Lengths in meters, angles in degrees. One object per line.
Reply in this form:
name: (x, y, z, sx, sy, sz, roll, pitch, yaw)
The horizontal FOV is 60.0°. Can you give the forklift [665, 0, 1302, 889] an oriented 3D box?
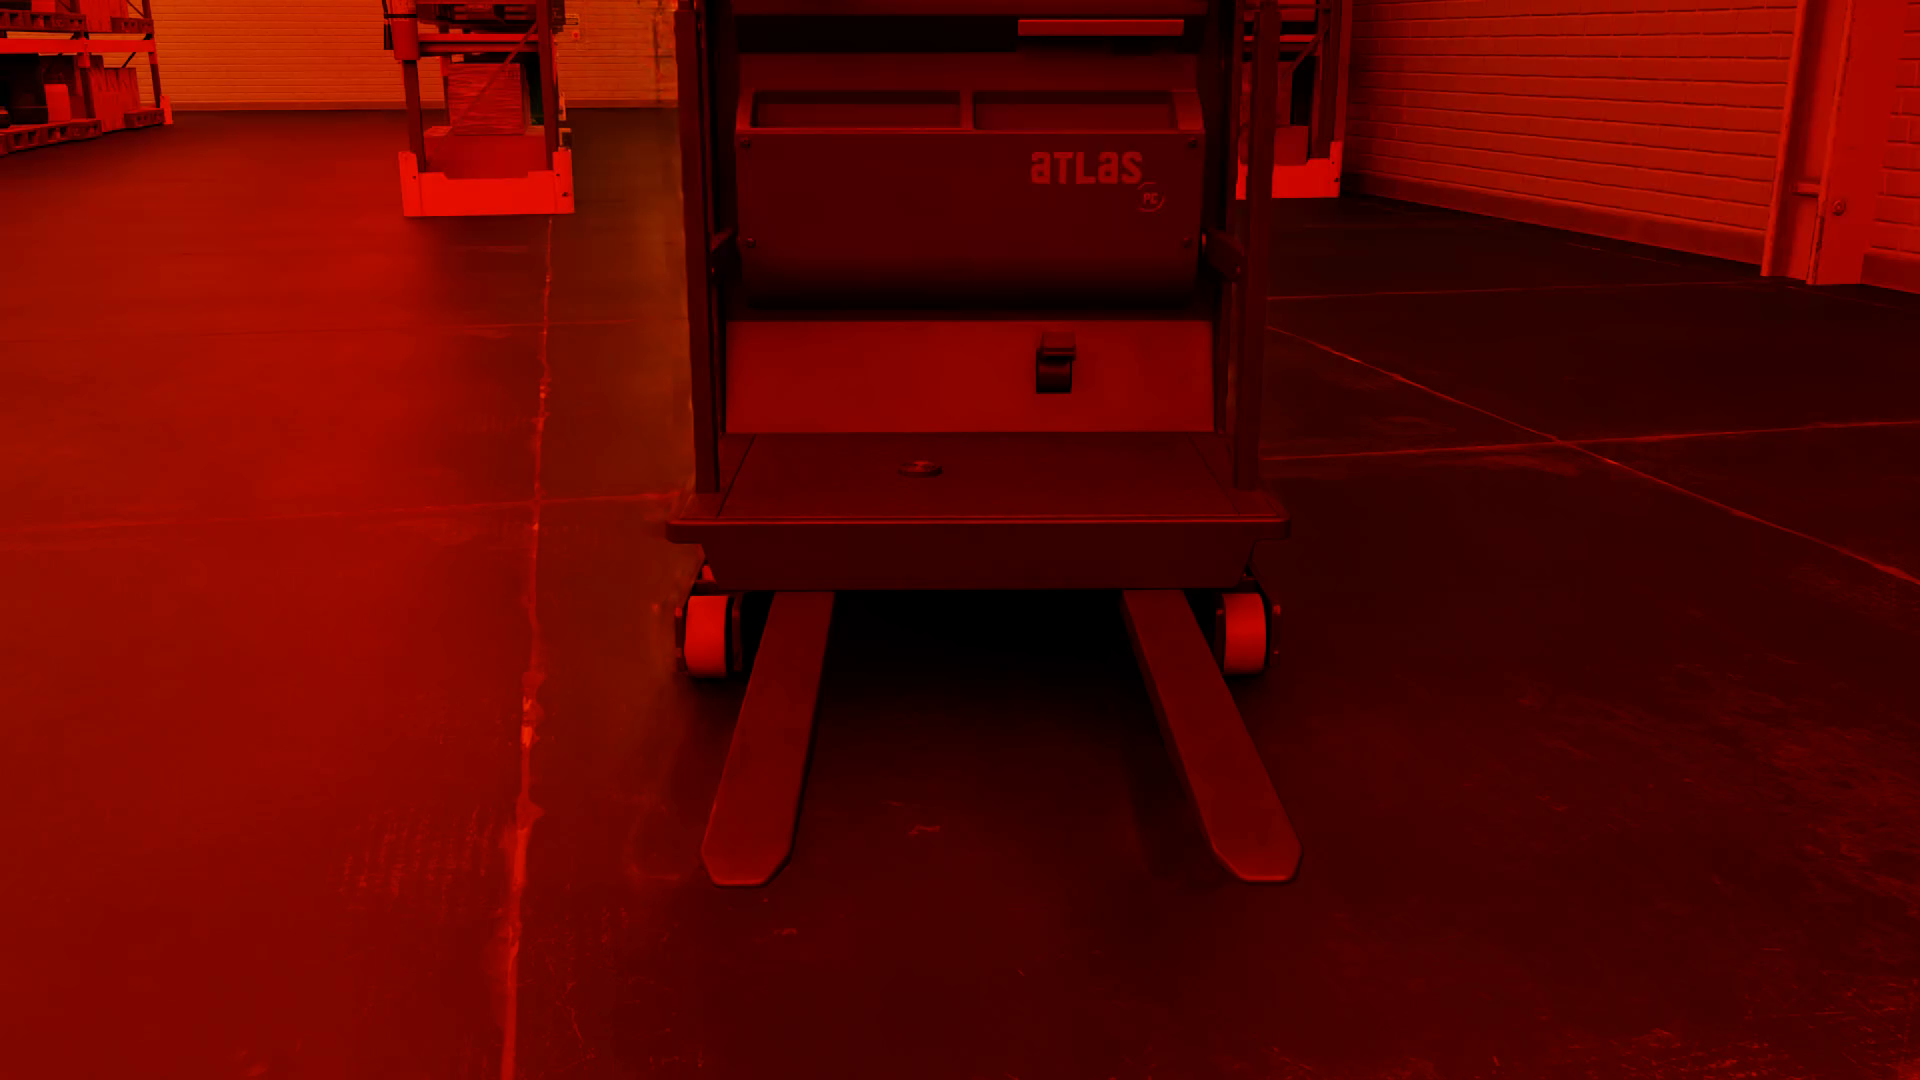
forklift: (0.025, -1.230, 3.007, 1.130, 2.935, 3.031, 0, 17, -1)
